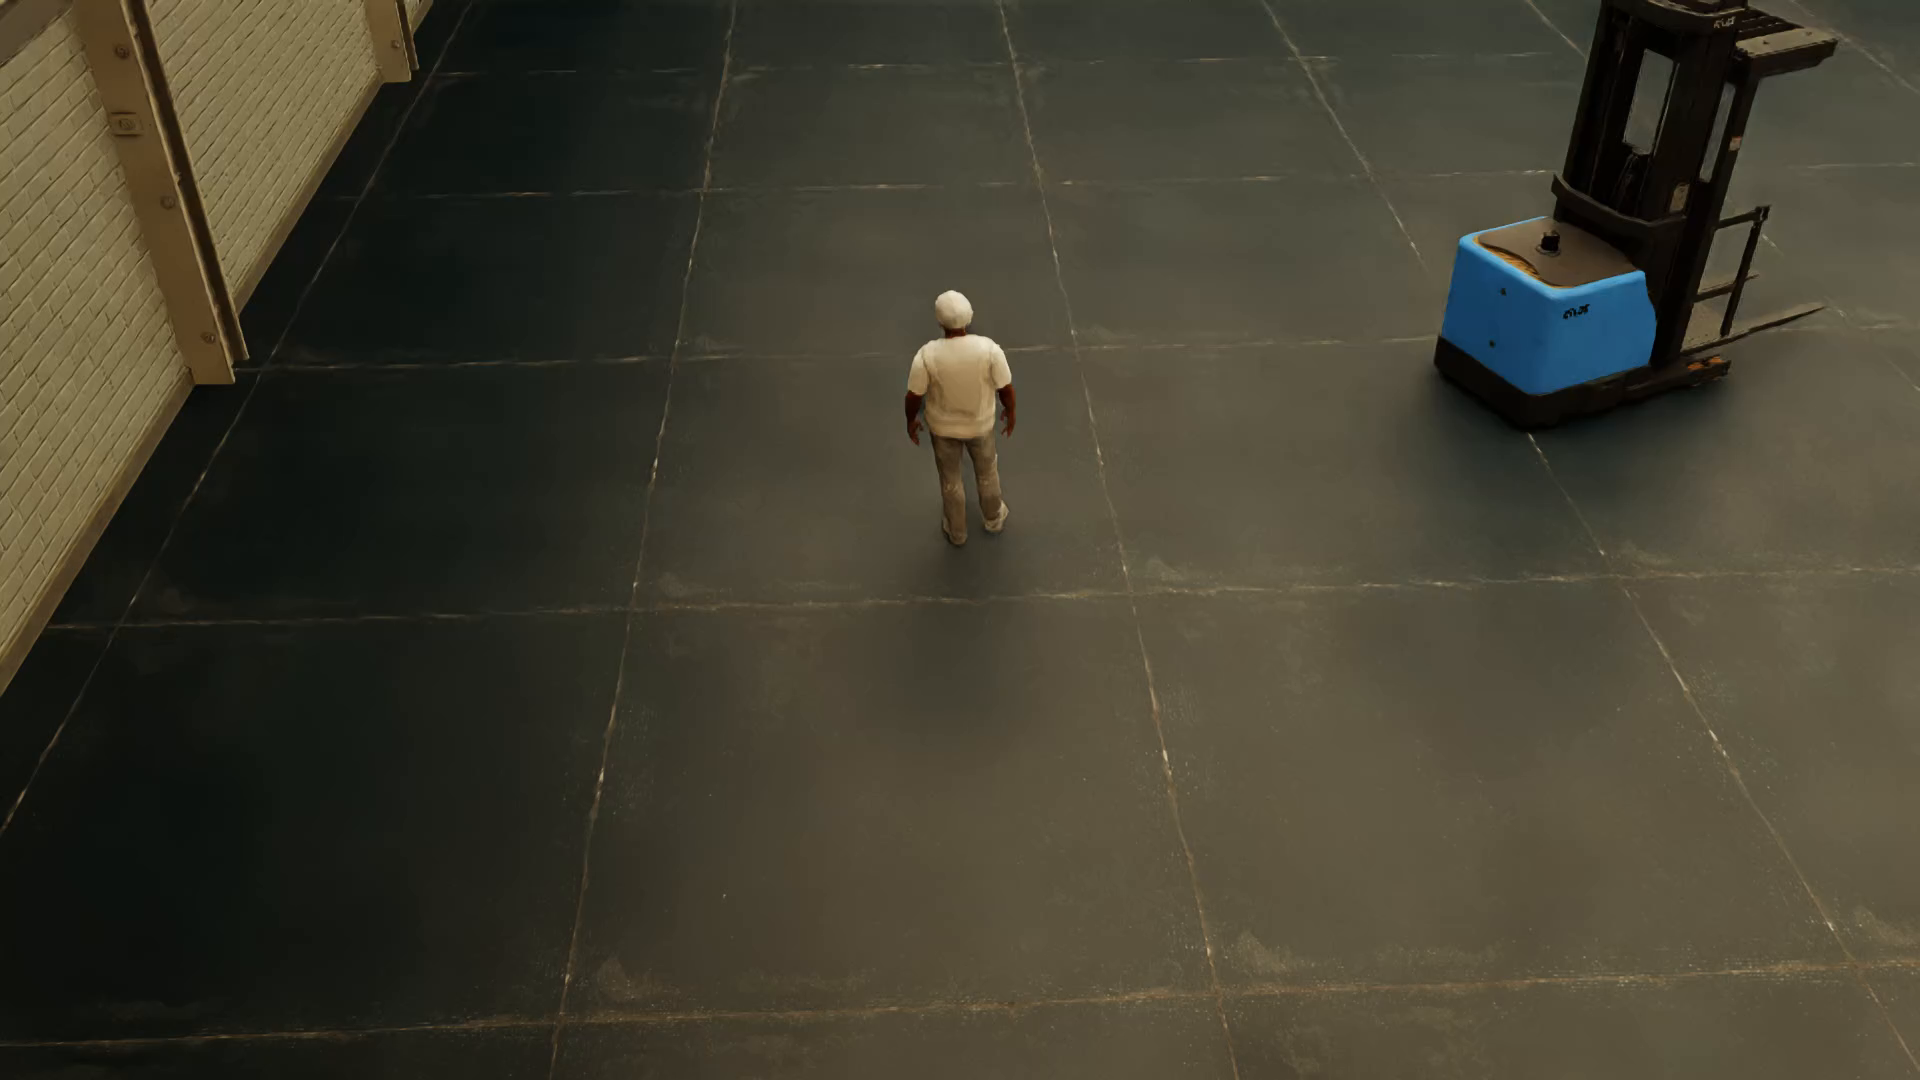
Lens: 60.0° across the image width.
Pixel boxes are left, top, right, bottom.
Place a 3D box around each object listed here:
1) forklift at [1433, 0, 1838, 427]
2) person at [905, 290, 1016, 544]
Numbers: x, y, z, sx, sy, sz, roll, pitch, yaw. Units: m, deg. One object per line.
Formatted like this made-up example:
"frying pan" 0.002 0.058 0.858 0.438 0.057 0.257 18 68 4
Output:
"forklift" 5.017 -2.560 11.526 3.031 2.935 1.130 -16 39 -21
"person" 0.002 -0.761 10.032 0.665 1.766 0.576 -2 36 -2
